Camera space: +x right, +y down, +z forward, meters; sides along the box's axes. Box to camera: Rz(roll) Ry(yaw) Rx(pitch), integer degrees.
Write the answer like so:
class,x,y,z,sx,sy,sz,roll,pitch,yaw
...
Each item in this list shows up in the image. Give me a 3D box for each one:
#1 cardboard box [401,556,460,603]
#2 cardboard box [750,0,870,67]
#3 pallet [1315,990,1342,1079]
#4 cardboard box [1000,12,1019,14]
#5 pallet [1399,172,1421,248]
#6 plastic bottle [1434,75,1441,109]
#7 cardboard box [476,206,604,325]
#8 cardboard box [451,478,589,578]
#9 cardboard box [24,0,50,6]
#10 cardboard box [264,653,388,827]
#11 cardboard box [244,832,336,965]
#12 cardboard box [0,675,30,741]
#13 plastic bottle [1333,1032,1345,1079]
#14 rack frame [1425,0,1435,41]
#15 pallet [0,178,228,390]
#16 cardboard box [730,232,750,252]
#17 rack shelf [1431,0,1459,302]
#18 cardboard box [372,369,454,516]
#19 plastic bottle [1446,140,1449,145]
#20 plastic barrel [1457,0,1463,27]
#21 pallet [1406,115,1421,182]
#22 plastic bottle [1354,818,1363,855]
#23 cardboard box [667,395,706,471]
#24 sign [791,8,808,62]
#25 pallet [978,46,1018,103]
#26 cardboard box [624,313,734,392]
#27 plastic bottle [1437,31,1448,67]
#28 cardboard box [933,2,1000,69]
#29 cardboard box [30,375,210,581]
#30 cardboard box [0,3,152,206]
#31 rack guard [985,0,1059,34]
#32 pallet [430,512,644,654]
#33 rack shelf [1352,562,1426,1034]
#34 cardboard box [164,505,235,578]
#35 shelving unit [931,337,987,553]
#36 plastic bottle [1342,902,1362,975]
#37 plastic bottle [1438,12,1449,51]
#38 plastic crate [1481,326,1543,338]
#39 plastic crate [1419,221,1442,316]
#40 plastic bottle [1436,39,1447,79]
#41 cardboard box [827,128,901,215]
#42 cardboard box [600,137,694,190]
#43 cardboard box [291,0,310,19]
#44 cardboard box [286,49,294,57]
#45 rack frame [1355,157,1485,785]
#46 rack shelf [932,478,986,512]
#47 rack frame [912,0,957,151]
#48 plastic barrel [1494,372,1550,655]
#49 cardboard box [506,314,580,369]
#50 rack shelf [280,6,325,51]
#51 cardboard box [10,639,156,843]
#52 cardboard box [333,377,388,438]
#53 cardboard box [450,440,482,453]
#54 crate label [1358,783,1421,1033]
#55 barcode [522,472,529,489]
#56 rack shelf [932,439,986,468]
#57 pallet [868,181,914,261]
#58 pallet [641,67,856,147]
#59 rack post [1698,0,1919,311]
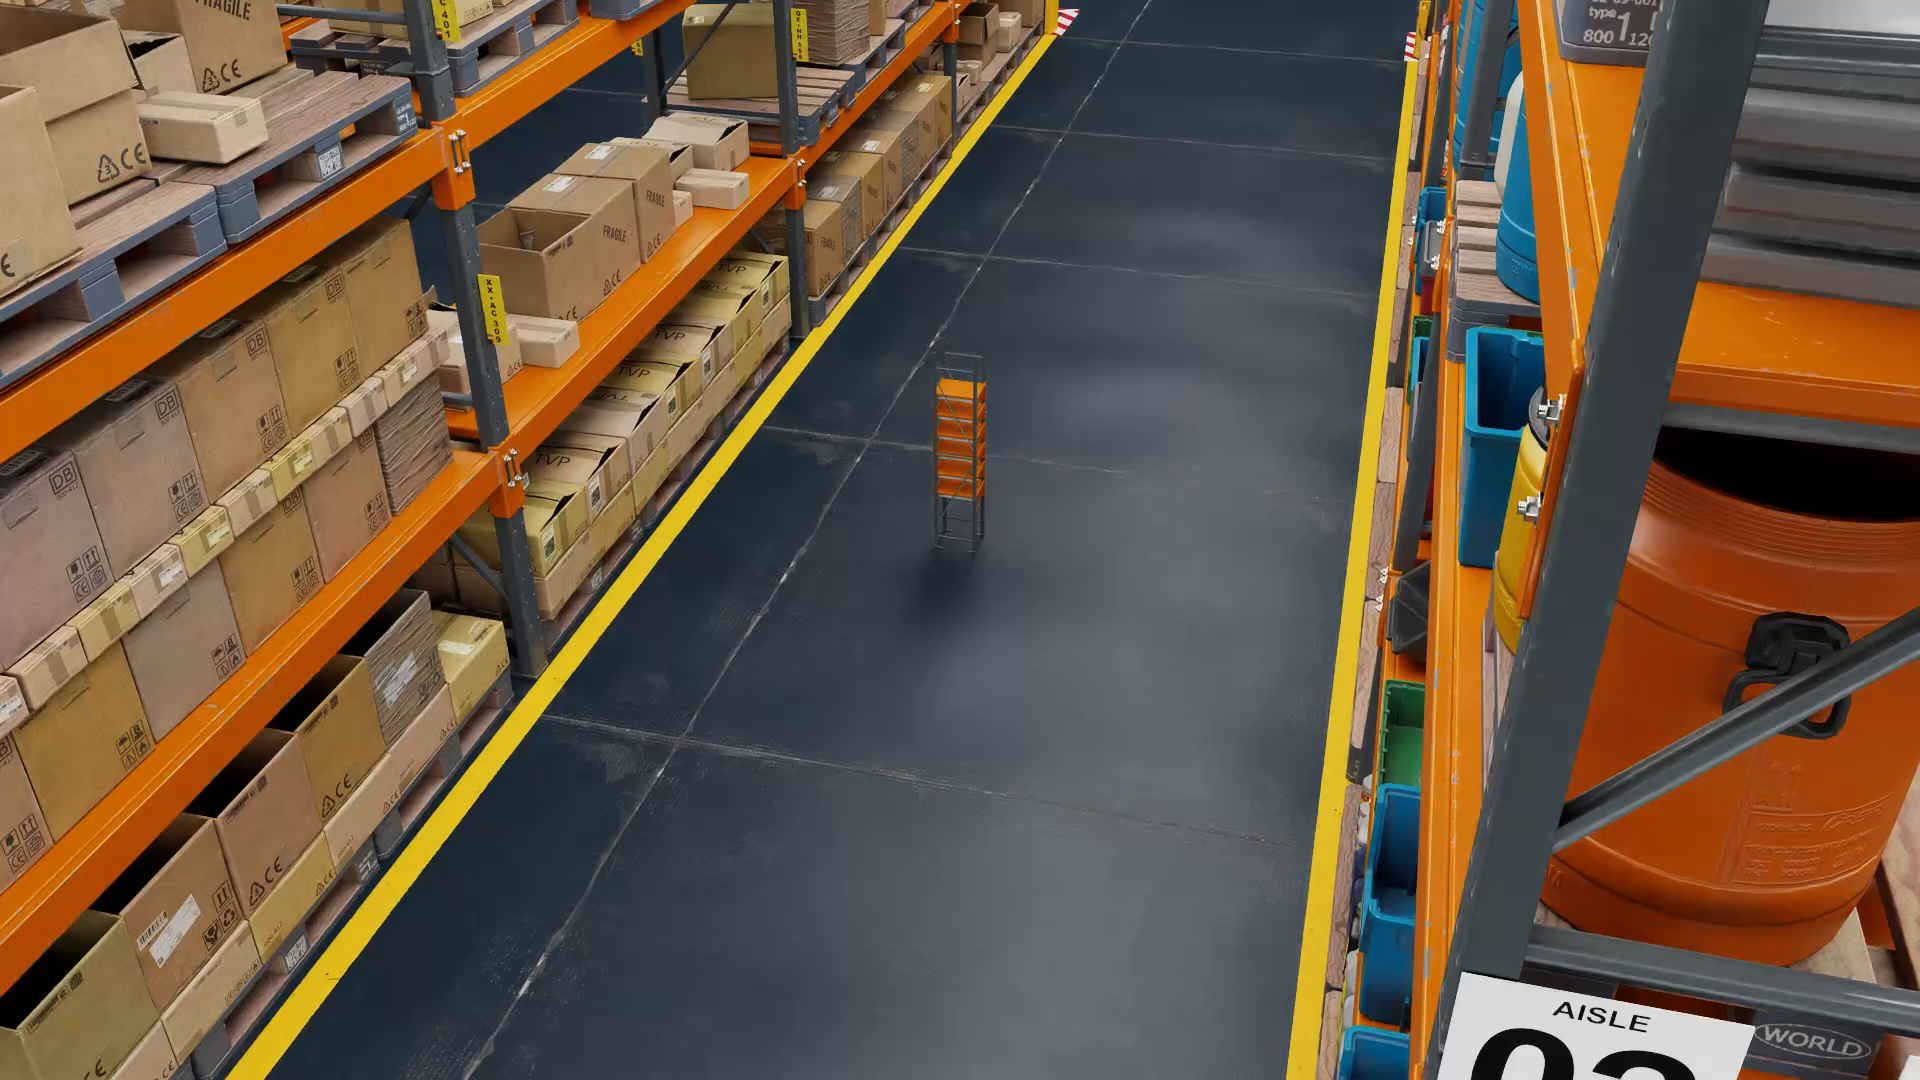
class,x,y,z,sx,sy,sz,roll,pitch,yaw
cardboard box,-2.733,0.058,8.605,0.500,0.250,0.500,8,33,12
cardboard box,-1.075,-3.757,11.949,0.700,0.500,0.500,14,35,21
pallet,1.714,2.160,5.725,1.003,0.211,1.213,8,33,12
cardboard box,0.398,-5.374,17.209,0.380,0.166,0.250,8,33,12
pallet,4.026,-2.574,13.173,1.003,0.211,1.213,8,33,12
plastic bottle,3.389,-3.153,11.529,0.144,0.351,0.185,8,33,12
cardboard box,-2.214,-1.383,8.606,0.500,0.500,0.500,10,34,16
cardboard box,-2.212,-0.105,8.338,0.500,0.311,0.500,8,33,13
cardboard box,-6.394,-3.738,11.295,0.380,0.149,0.250,4,33,6
cardboard box,-2.726,0.784,6.763,0.500,0.500,0.500,8,33,12
cardboard box,-2.840,1.362,6.553,0.500,0.250,0.500,8,33,12
cardboard box,-3.070,0.517,5.012,0.380,0.149,0.250,8,33,12
plastic bottle,1.385,1.833,5.769,0.152,0.276,0.135,7,33,11
rack frame,5.278,-6.222,16.311,1.000,3.000,0.127,8,33,12
pallet,-3.061,-0.822,5.104,1.003,0.211,1.213,8,33,12
cardboard box,-1.533,-2.395,12.211,0.500,0.500,0.500,9,34,14
rack shelf,2.740,-1.995,7.536,1.077,0.370,4.000,8,33,12
cardboard box,-2.665,-0.482,7.189,0.700,0.500,0.500,7,33,11
plastic bottle,3.068,-2.482,10.613,0.097,0.201,0.097,0,32,0
plastic barrel,2.663,-2.781,7.703,0.600,0.830,0.708,8,33,12
pallet,4.412,-3.356,14.402,1.003,0.211,1.213,8,33,12
plastic bottle,1.676,1.212,6.816,0.097,0.201,0.097,0,32,0
cardboard box,-1.826,-0.661,9.736,0.500,0.250,0.500,9,33,13
sign,-1.005,-3.161,10.417,0.100,0.325,0.005,8,33,12
pallet,-0.045,-4.637,16.417,1.003,0.211,1.213,8,33,12
cardboard box,-1.694,-1.163,10.001,0.500,0.311,0.500,8,33,12
plastic bottle,3.628,-3.657,12.396,0.097,0.271,0.097,0,32,0
cardboard box,-0.056,-4.930,16.196,0.797,0.503,0.637,8,33,12
cardboard box,-3.047,-0.248,5.612,0.700,0.500,0.500,8,33,12
cardboard box,-3.098,-1.379,5.279,0.797,0.503,0.637,12,34,18
rack guard,0.468,-5.804,17.983,1.175,0.500,0.348,8,33,12
pallet,-2.409,0.118,8.937,1.003,0.211,1.213,8,33,12
rack shelf,1.725,1.347,5.076,1.077,0.370,4.000,8,33,12
cardboard box,-2.808,-0.020,5.857,0.380,0.149,0.250,9,34,14
shelving unit,-0.004,-0.499,8.986,0.258,1.200,0.189,8,33,12
plastic bottle,1.496,1.506,6.276,0.061,0.283,0.133,9,34,15
plastic bottle,3.723,-3.895,12.760,0.061,0.283,0.133,8,33,12
plastic crate,1.568,-0.389,4.538,0.336,0.188,0.450,8,33,12
plastic crate,2.541,-1.300,8.510,0.402,0.464,0.583,8,33,12
plastic bottle,3.531,-3.504,12.144,0.061,0.283,0.133,8,33,12
cardboard box,-0.764,-2.878,12.971,0.500,0.500,0.500,7,33,11
cardboard box,-1.957,-2.271,10.180,0.500,0.311,0.500,8,33,12
cardboard box,-5.576,-4.394,13.651,0.380,0.149,0.250,9,34,14
cardboard box,-5.582,-3.948,14.347,0.750,0.750,0.750,9,34,14
rack frame,2.232,0.005,6.515,1.000,3.000,0.127,8,33,12
rack shelf,-0.004,-0.259,9.139,0.258,0.103,0.180,8,33,12
rack frame,-0.528,-4.822,14.109,1.000,3.000,0.127,8,33,12
plastic barrel,1.384,-0.050,3.240,0.600,0.588,0.600,0,32,0
cardboard box,-2.135,-0.997,8.326,0.380,0.149,0.250,8,33,12
rack shelf,-5.828,-4.153,13.728,1.077,0.370,4.000,8,33,12
cardboard box,-3.182,0.592,5.499,0.700,0.500,0.500,8,33,13
cardboard box,-2.549,-0.552,6.695,0.380,0.149,0.250,7,33,11
cardboard box,-2.607,-0.444,8.872,0.500,0.311,0.500,9,34,14
crate label,1.423,1.074,4.801,0.502,0.435,0.616,8,33,12
barcode,-2.091,-0.283,7.993,0.001,0.075,0.075,8,33,12
rack shelf,-0.004,-0.461,9.010,0.258,0.103,0.180,8,33,12
pallet,-1.005,-2.583,13.187,1.003,0.211,1.213,8,33,12
pallet,-1.439,-3.027,11.464,1.213,0.211,1.003,8,33,12
rack post,1.532,-0.615,2.365,0.937,0.300,0.954,12,34,18
